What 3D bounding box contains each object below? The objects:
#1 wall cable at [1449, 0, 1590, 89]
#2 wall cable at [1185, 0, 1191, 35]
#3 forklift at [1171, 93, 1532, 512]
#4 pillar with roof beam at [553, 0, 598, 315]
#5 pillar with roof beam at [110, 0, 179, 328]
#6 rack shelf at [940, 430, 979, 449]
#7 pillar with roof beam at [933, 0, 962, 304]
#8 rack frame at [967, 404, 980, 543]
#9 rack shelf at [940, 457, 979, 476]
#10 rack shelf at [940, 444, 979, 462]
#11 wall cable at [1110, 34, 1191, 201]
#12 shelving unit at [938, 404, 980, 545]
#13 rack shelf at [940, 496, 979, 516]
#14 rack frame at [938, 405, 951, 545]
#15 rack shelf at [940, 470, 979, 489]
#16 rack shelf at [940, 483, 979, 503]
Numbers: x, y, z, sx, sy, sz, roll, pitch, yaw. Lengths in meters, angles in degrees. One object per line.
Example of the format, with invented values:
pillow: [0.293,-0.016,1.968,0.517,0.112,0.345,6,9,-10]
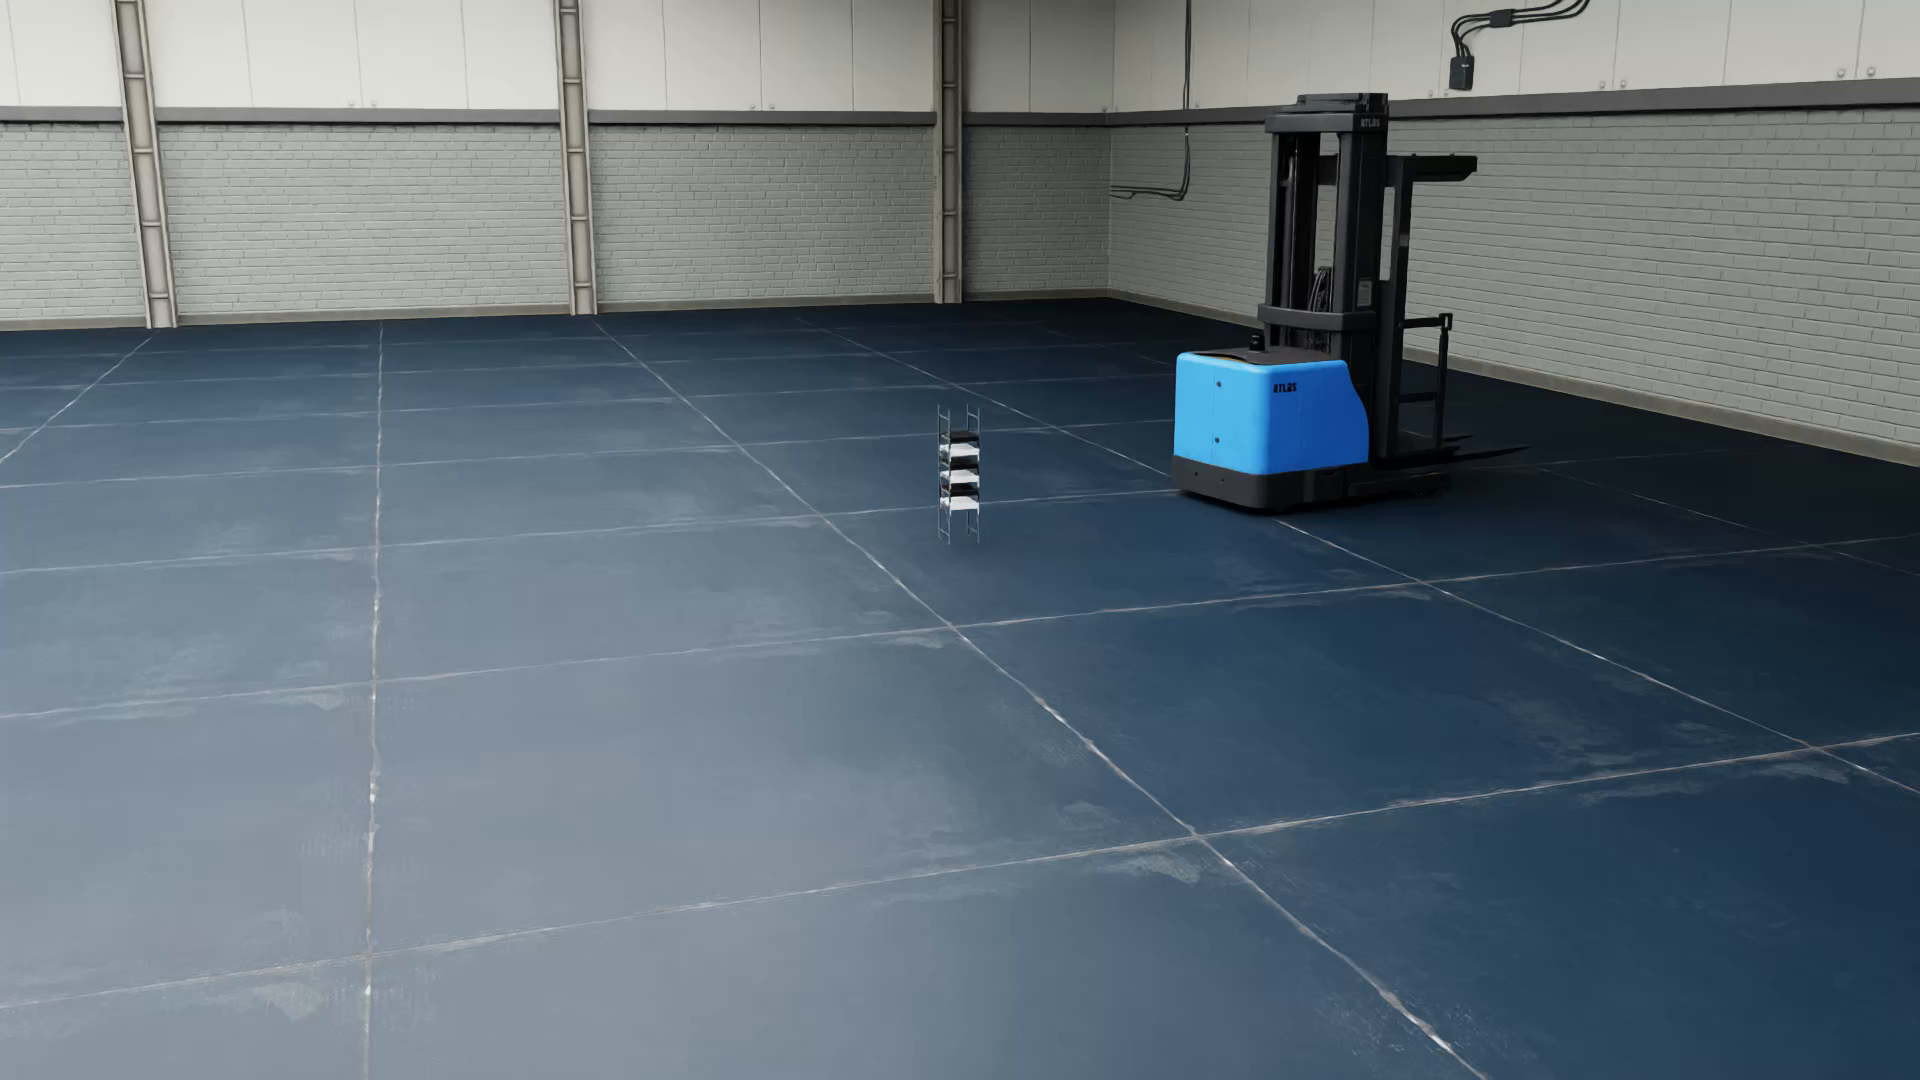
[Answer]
wall cable: [6.024,-7.859,17.389,0.169,6.003,2.305,-4,14,-18]
wall cable: [3.874,-8.641,23.821,0.112,2.526,3.097,-4,14,-18]
forklift: [3.127,-1.853,12.598,3.031,2.935,1.130,-8,15,-30]
pillar with roof beam: [-4.517,-6.974,21.015,0.400,9.000,9.100,-4,14,-18]
pillar with roof beam: [-10.203,-6.531,19.153,0.400,9.000,9.100,-4,14,-18]
rack shelf: [-0.008,-0.667,10.981,0.200,0.077,0.258,-4,14,-18]
pillar with roof beam: [1.170,-7.417,22.876,0.400,9.000,9.100,-4,14,-18]
rack frame: [0.089,-0.445,11.068,0.006,0.900,0.240,-4,14,-18]
rack shelf: [-0.008,-0.492,11.023,0.200,0.077,0.258,-4,14,-18]
rack shelf: [-0.008,-0.580,11.002,0.200,0.077,0.258,-4,14,-18]
wall cable: [3.011,-6.777,26.900,0.112,2.526,3.097,-4,14,-18]
shelving unit: [-0.008,-0.437,11.036,0.210,0.900,0.258,-4,14,-18]
rack shelf: [-0.008,-0.230,11.086,0.200,0.077,0.258,-4,14,-18]
rack frame: [-0.104,-0.430,11.005,0.006,0.900,0.240,-4,14,-18]
rack shelf: [-0.008,-0.405,11.044,0.200,0.077,0.258,-4,14,-18]
rack shelf: [-0.008,-0.317,11.065,0.200,0.077,0.258,-4,14,-18]
